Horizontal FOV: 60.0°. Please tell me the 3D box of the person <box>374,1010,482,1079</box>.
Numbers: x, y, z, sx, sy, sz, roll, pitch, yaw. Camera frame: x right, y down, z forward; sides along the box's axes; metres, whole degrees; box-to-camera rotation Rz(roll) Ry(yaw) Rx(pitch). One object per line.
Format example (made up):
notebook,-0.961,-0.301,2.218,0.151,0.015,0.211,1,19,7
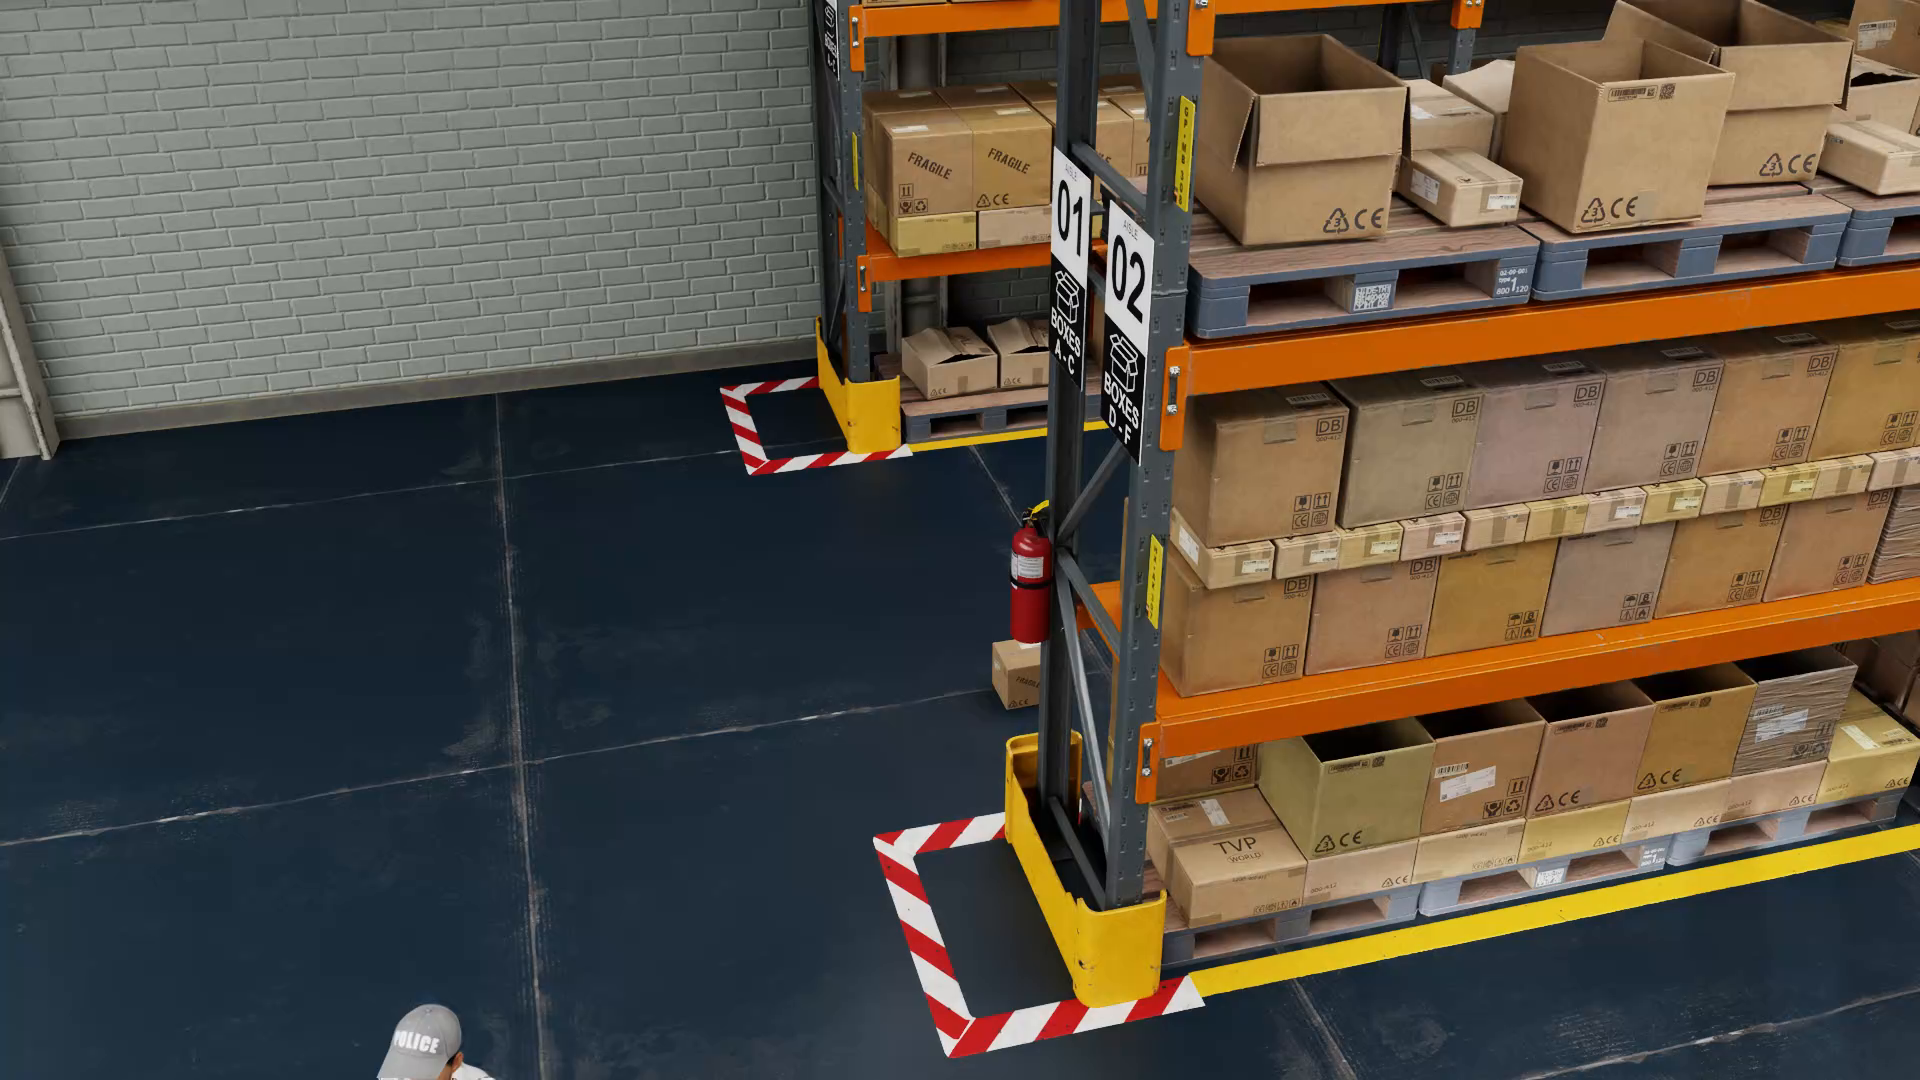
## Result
person,-1.451,1.991,4.788,0.510,1.658,0.423,9,32,15
